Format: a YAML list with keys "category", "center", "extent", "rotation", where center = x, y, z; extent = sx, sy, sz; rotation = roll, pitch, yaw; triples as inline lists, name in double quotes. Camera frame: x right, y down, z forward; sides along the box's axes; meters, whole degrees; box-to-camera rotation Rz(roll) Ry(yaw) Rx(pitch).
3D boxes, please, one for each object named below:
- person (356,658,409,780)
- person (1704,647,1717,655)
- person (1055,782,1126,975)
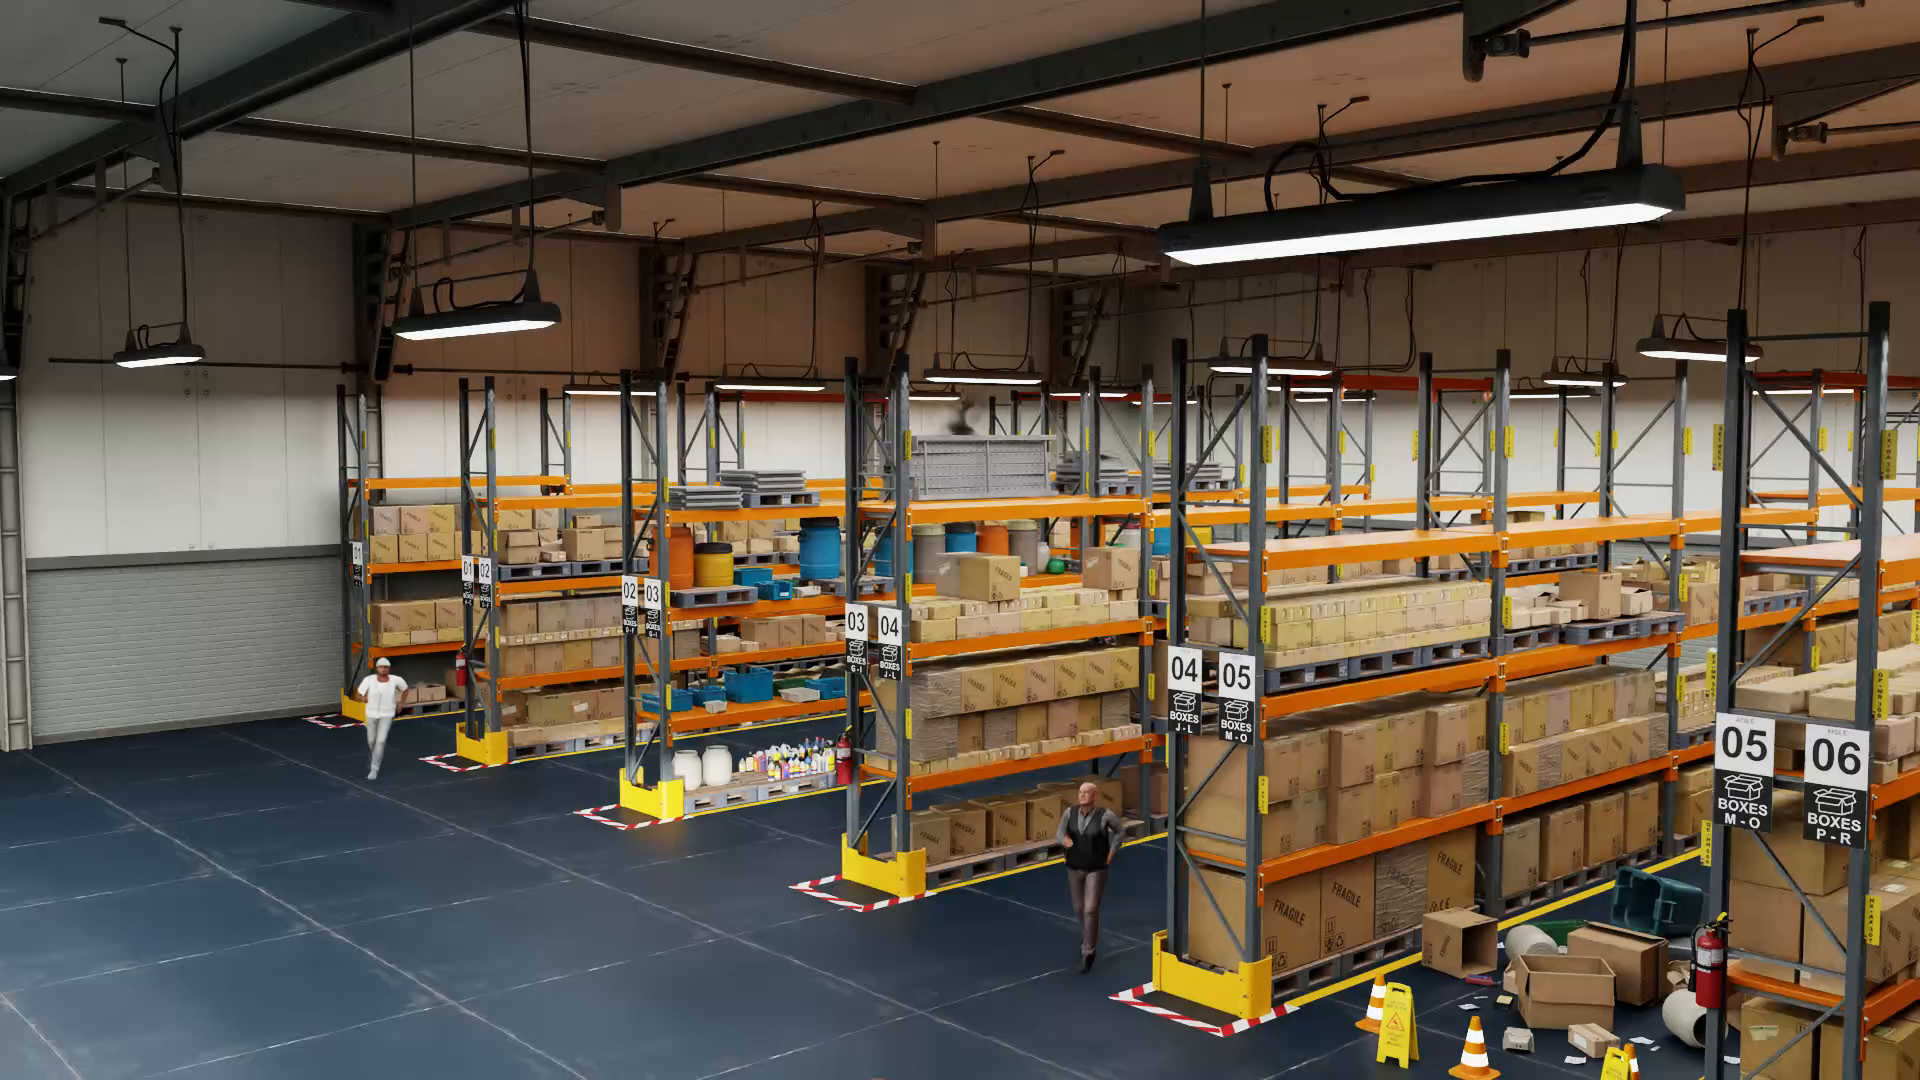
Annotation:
- category: "person"
  center: [-8.659, 2.640, 24.892]
  extent: [0.710, 1.763, 0.978]
  rotation: [0, 4, -7]
- category: "person"
  center: [11.685, 2.563, 25.767]
  extent: [0.817, 1.816, 0.648]
  rotation: [-3, 5, -41]
- category: "person"
  center: [1.228, 3.234, 16.174]
  extent: [0.660, 1.770, 0.821]
  rotation: [2, 4, 29]
